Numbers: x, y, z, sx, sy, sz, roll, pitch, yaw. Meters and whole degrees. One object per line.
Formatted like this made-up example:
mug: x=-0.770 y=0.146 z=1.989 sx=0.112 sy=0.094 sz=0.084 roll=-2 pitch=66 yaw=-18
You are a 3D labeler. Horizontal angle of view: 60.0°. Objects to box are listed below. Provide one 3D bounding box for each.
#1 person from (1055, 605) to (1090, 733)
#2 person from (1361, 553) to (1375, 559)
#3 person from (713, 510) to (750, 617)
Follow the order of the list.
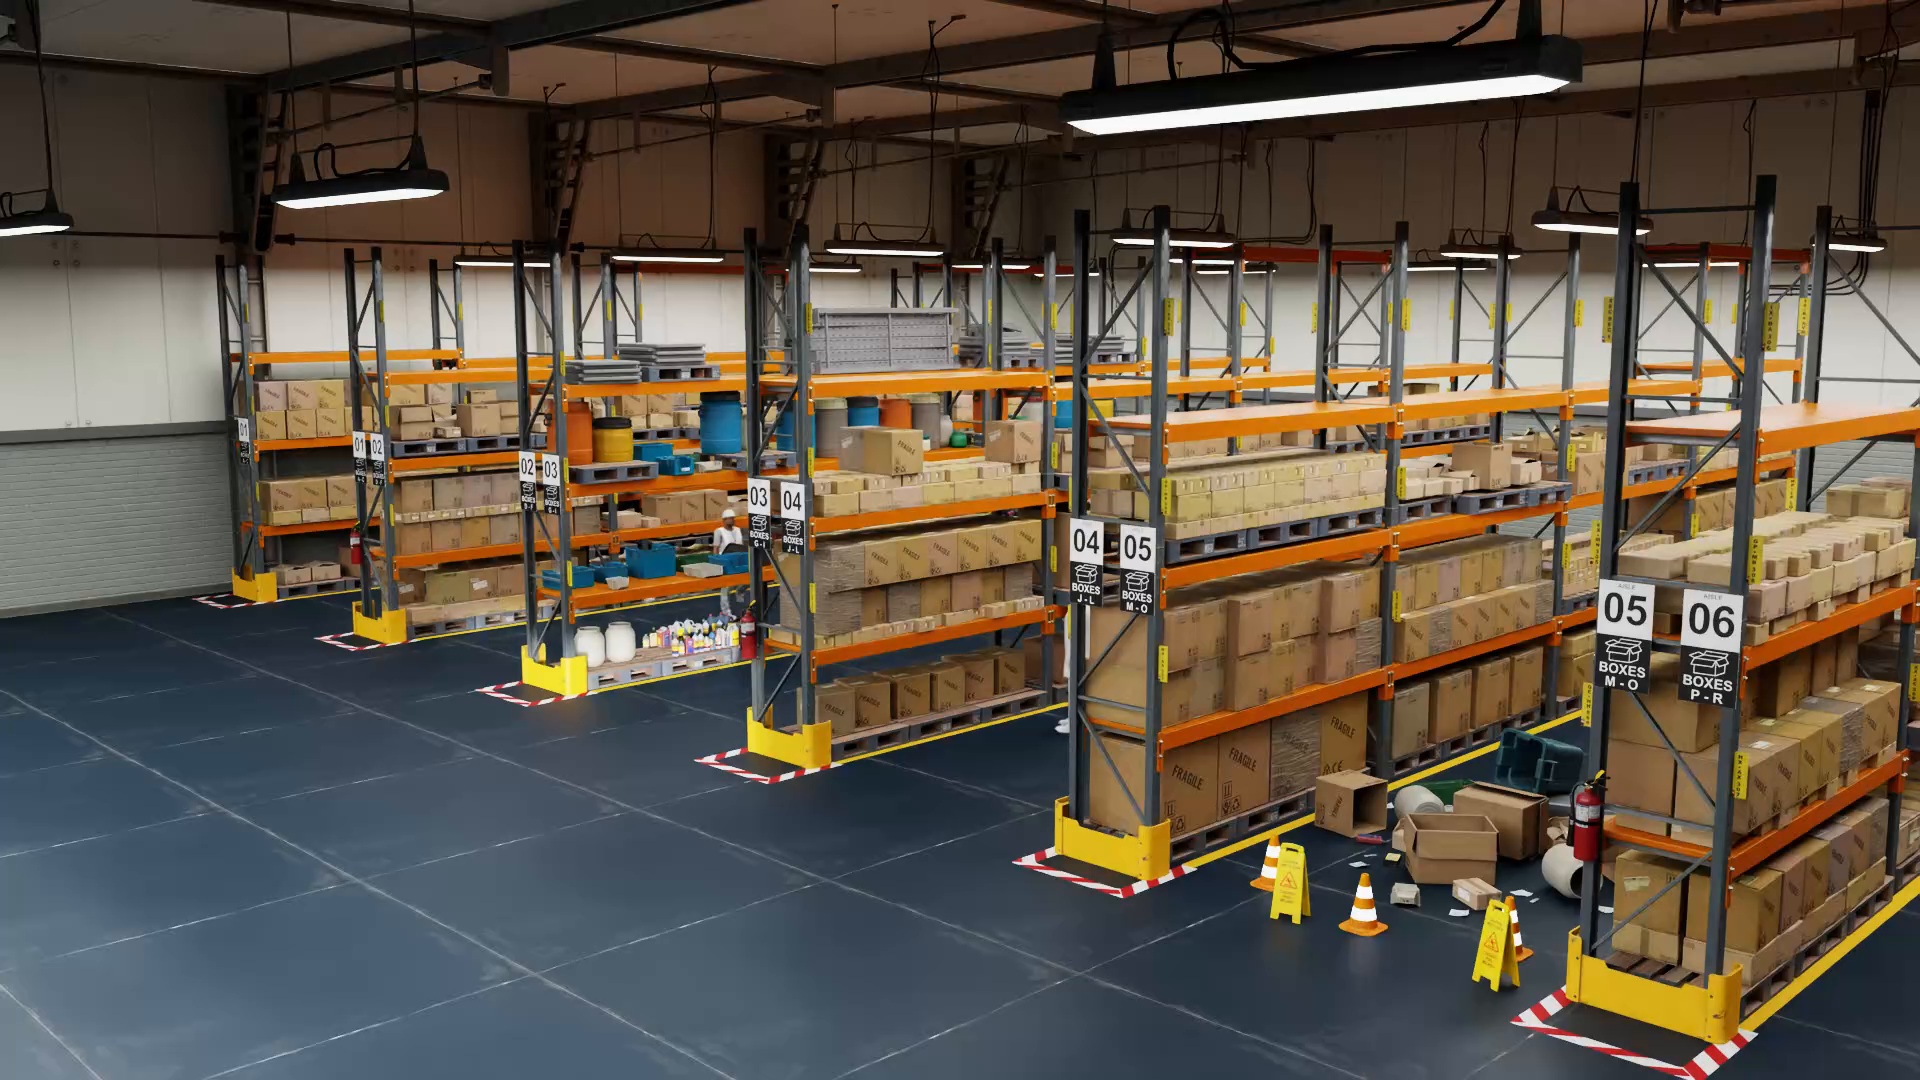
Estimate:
person: x=1.392 y=1.424 z=20.195 sx=0.408 sy=1.788 sz=0.612 roll=2 pitch=8 yaw=13
person: x=5.816 y=1.001 z=23.455 sx=0.460 sy=1.643 sz=0.997 roll=7 pitch=11 yaw=42
person: x=-3.796 y=0.391 z=27.561 sx=0.636 sy=1.786 sz=0.535 roll=-5 pitch=10 yaw=-32
